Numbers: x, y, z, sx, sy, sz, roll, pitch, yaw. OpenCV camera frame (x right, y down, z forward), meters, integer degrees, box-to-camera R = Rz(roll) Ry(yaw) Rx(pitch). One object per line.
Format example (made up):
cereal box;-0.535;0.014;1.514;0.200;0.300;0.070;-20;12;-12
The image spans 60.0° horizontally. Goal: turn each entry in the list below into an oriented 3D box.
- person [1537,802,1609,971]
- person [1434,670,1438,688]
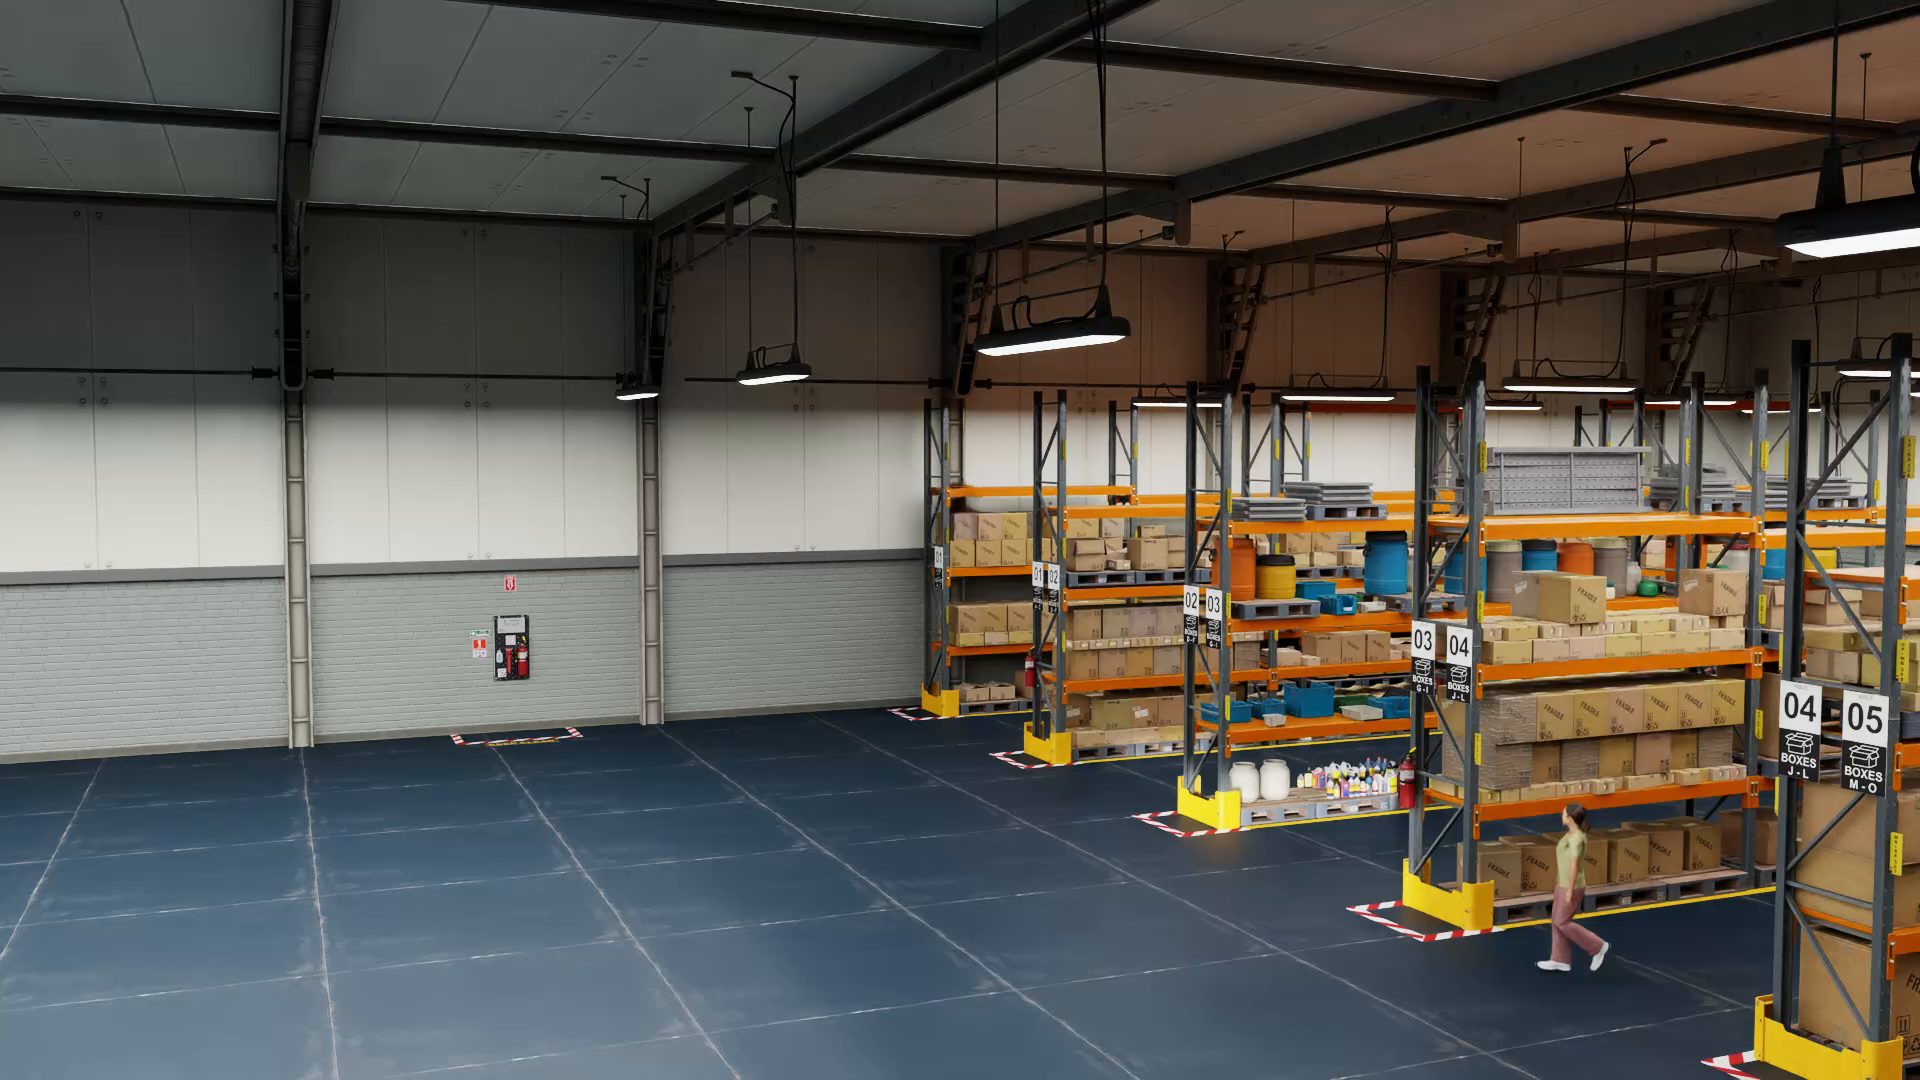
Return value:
person;5.950;3.382;16.104;0.620;1.638;0.429;0;3;7
person;9.579;2.364;33.515;0.665;1.631;0.504;-2;4;-26
